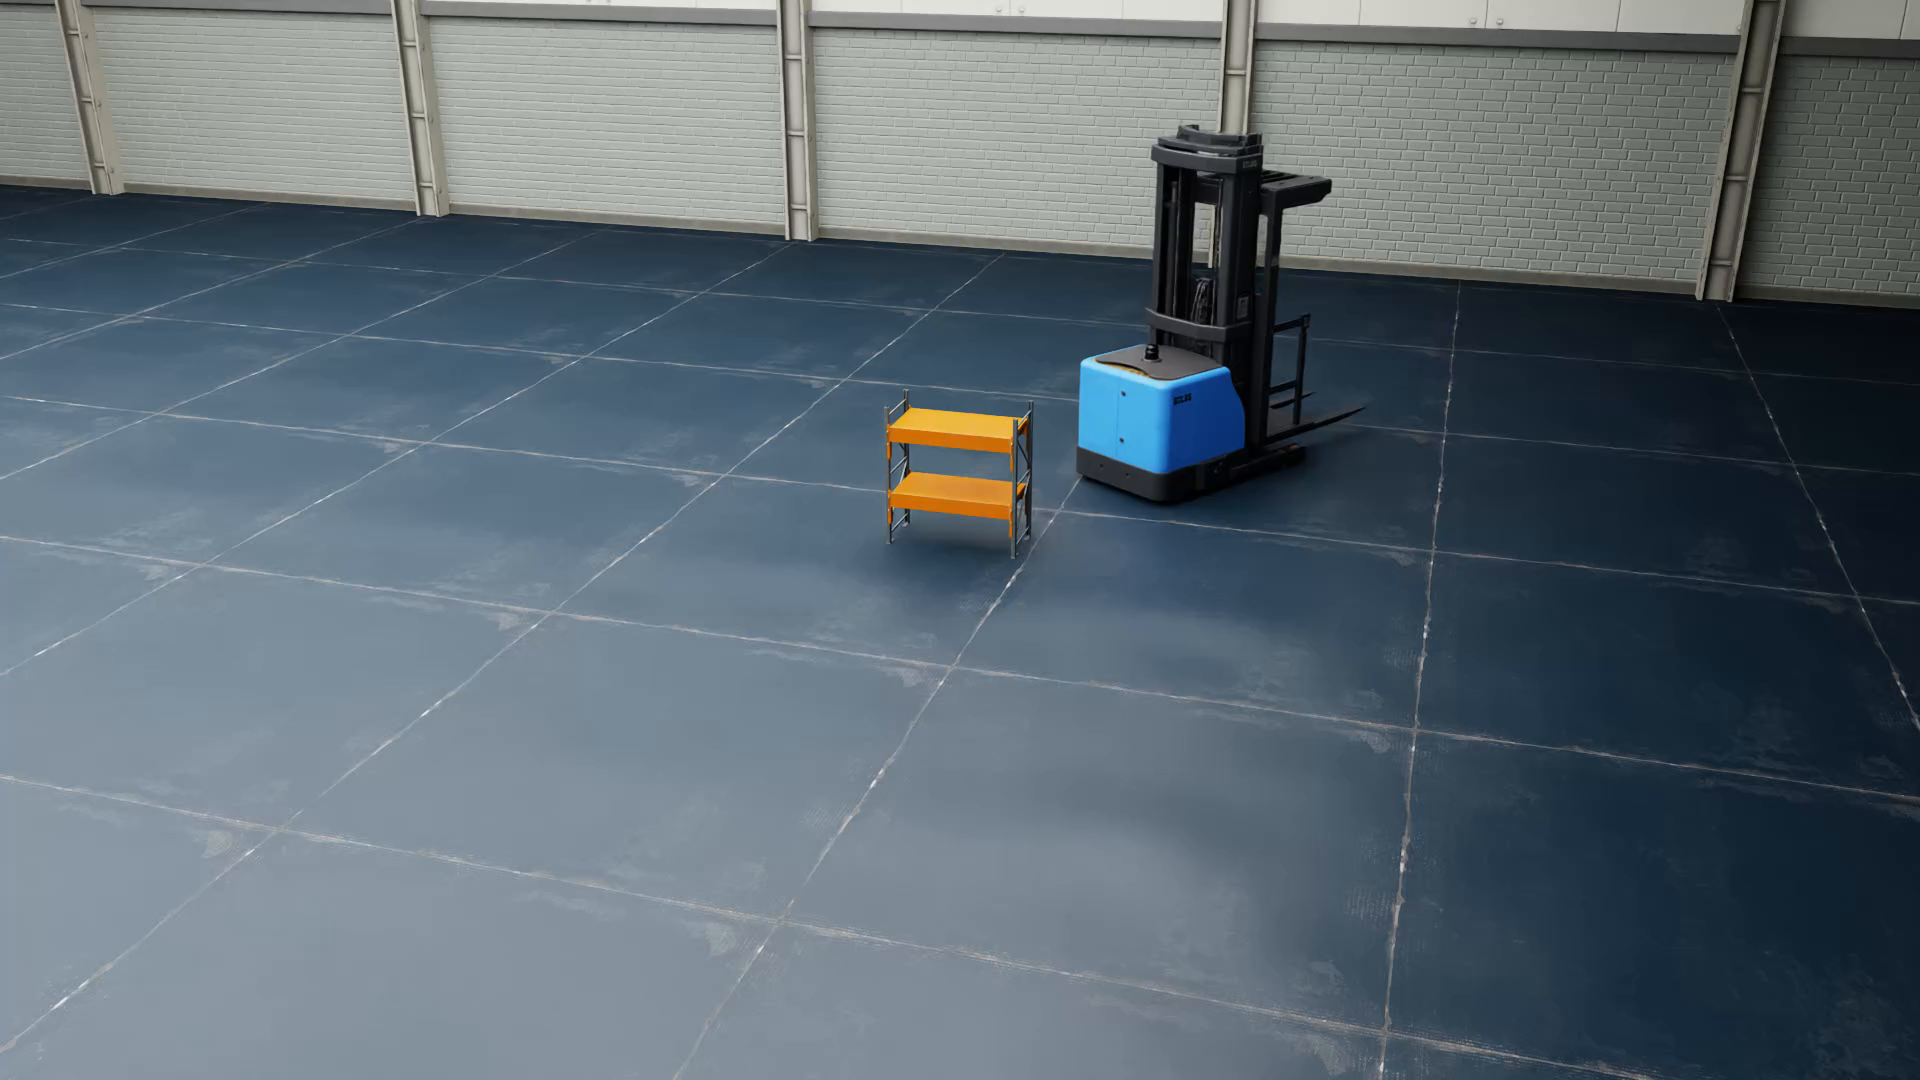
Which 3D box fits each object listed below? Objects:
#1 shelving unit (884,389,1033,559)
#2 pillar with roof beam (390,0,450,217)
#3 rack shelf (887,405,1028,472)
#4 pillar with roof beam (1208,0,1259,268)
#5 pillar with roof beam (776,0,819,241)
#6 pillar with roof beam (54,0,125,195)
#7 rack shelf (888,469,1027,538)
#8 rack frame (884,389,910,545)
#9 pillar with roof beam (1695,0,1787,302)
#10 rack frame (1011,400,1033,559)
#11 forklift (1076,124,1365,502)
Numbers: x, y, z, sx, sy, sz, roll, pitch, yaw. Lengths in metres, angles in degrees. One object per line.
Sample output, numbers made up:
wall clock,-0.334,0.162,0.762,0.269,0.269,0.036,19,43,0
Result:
shelving unit,-0.006,-0.521,12.963,1.048,1.125,0.538,7,23,16
pillar with roof beam,-9.224,-7.543,19.707,0.400,9.000,9.100,7,23,16
rack shelf,-0.006,-0.792,12.852,1.000,0.278,0.538,7,23,16
pillar with roof beam,2.264,-6.228,16.500,0.400,9.000,9.100,7,23,16
pillar with roof beam,-3.480,-6.886,18.104,0.400,9.000,9.100,7,23,16
pillar with roof beam,-14.969,-8.201,21.311,0.400,9.000,9.100,7,23,16
rack shelf,-0.006,-0.295,13.056,1.000,0.278,0.538,7,23,16
rack frame,-0.493,-0.577,13.099,0.032,1.125,0.500,7,23,16
pillar with roof beam,8.008,-5.570,14.897,0.400,9.000,9.100,7,23,16
rack frame,0.480,-0.465,12.828,0.032,1.125,0.500,7,23,16
forklift,2.450,-2.121,14.483,3.031,2.935,1.130,-18,29,-37
